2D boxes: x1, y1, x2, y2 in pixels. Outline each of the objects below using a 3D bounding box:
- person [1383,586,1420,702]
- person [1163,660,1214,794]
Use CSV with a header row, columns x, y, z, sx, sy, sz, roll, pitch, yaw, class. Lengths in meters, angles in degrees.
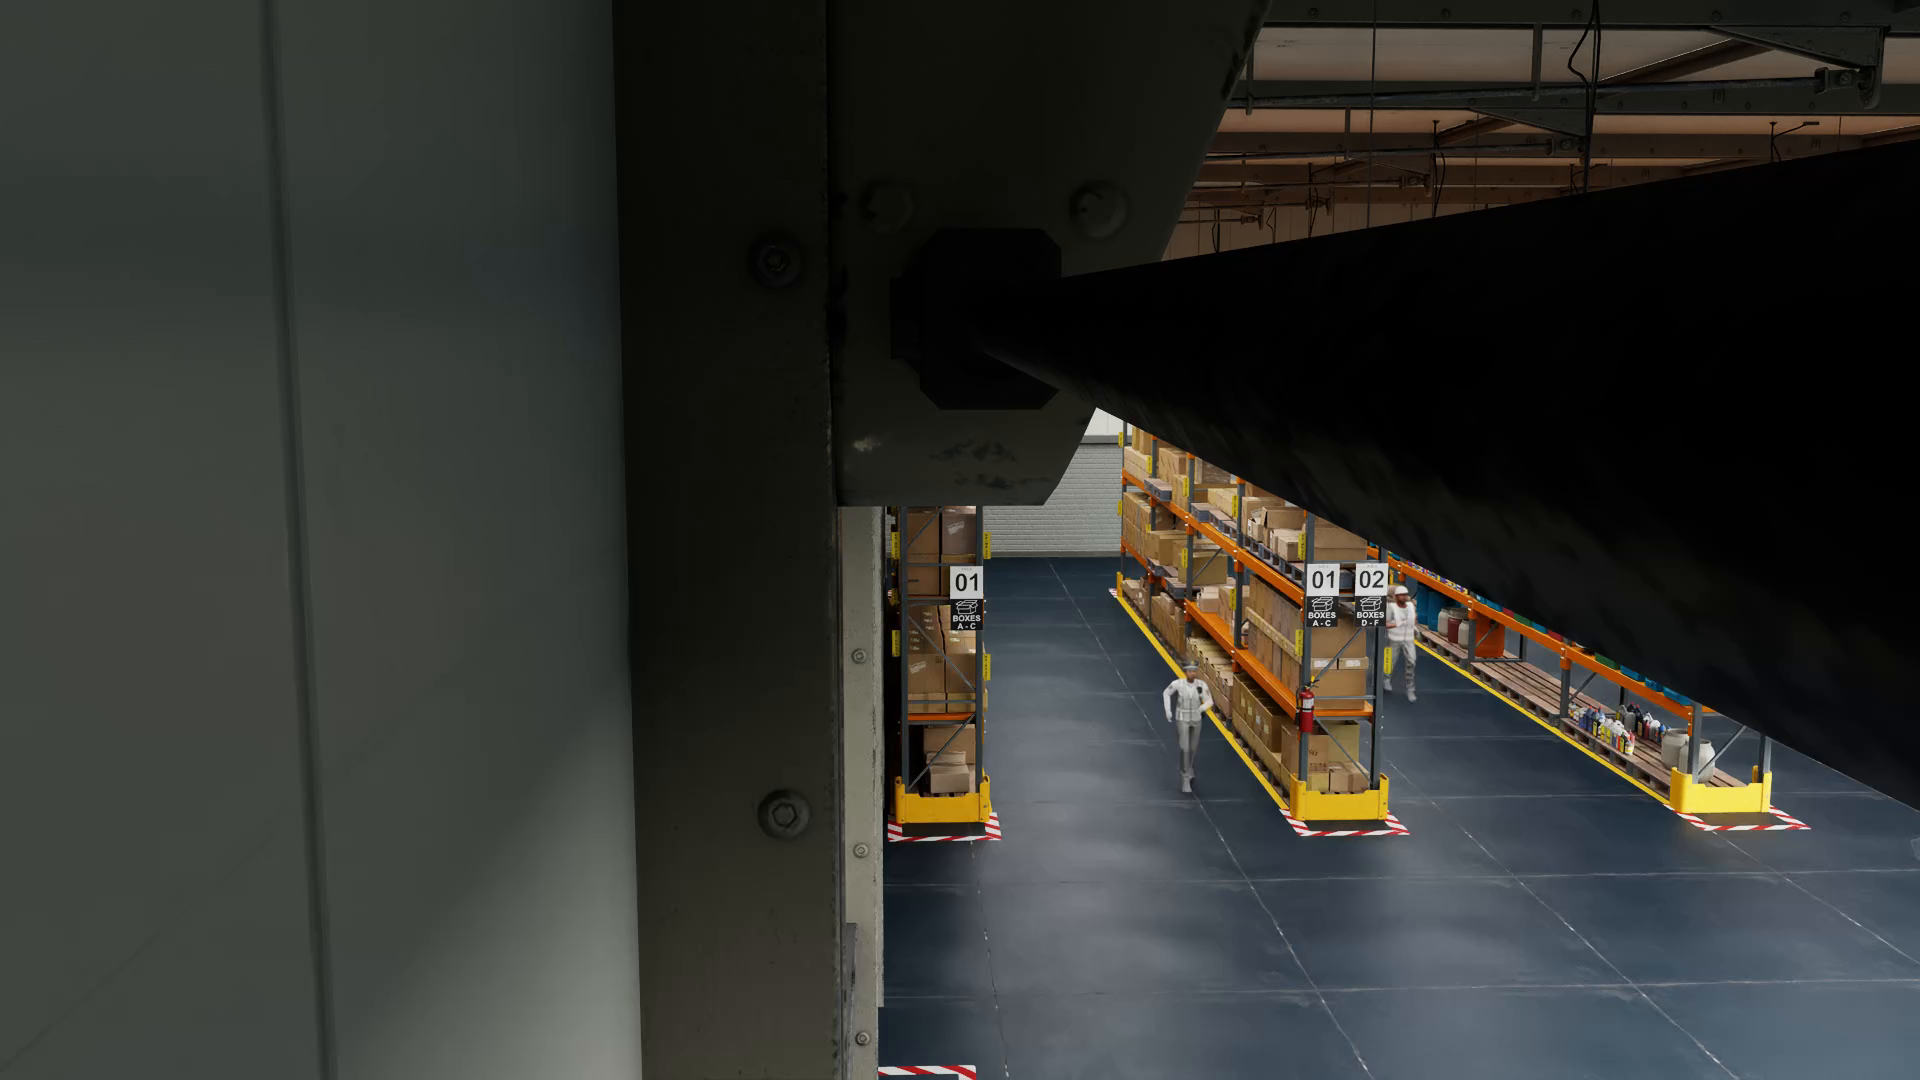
x,y,z,sx,sy,sz,roll,pitch,yaw,class
7.149,1.647,26.987,0.670,1.821,0.881,-1,8,-7,person
3.022,2.420,21.996,0.626,1.751,0.782,0,8,-3,person
